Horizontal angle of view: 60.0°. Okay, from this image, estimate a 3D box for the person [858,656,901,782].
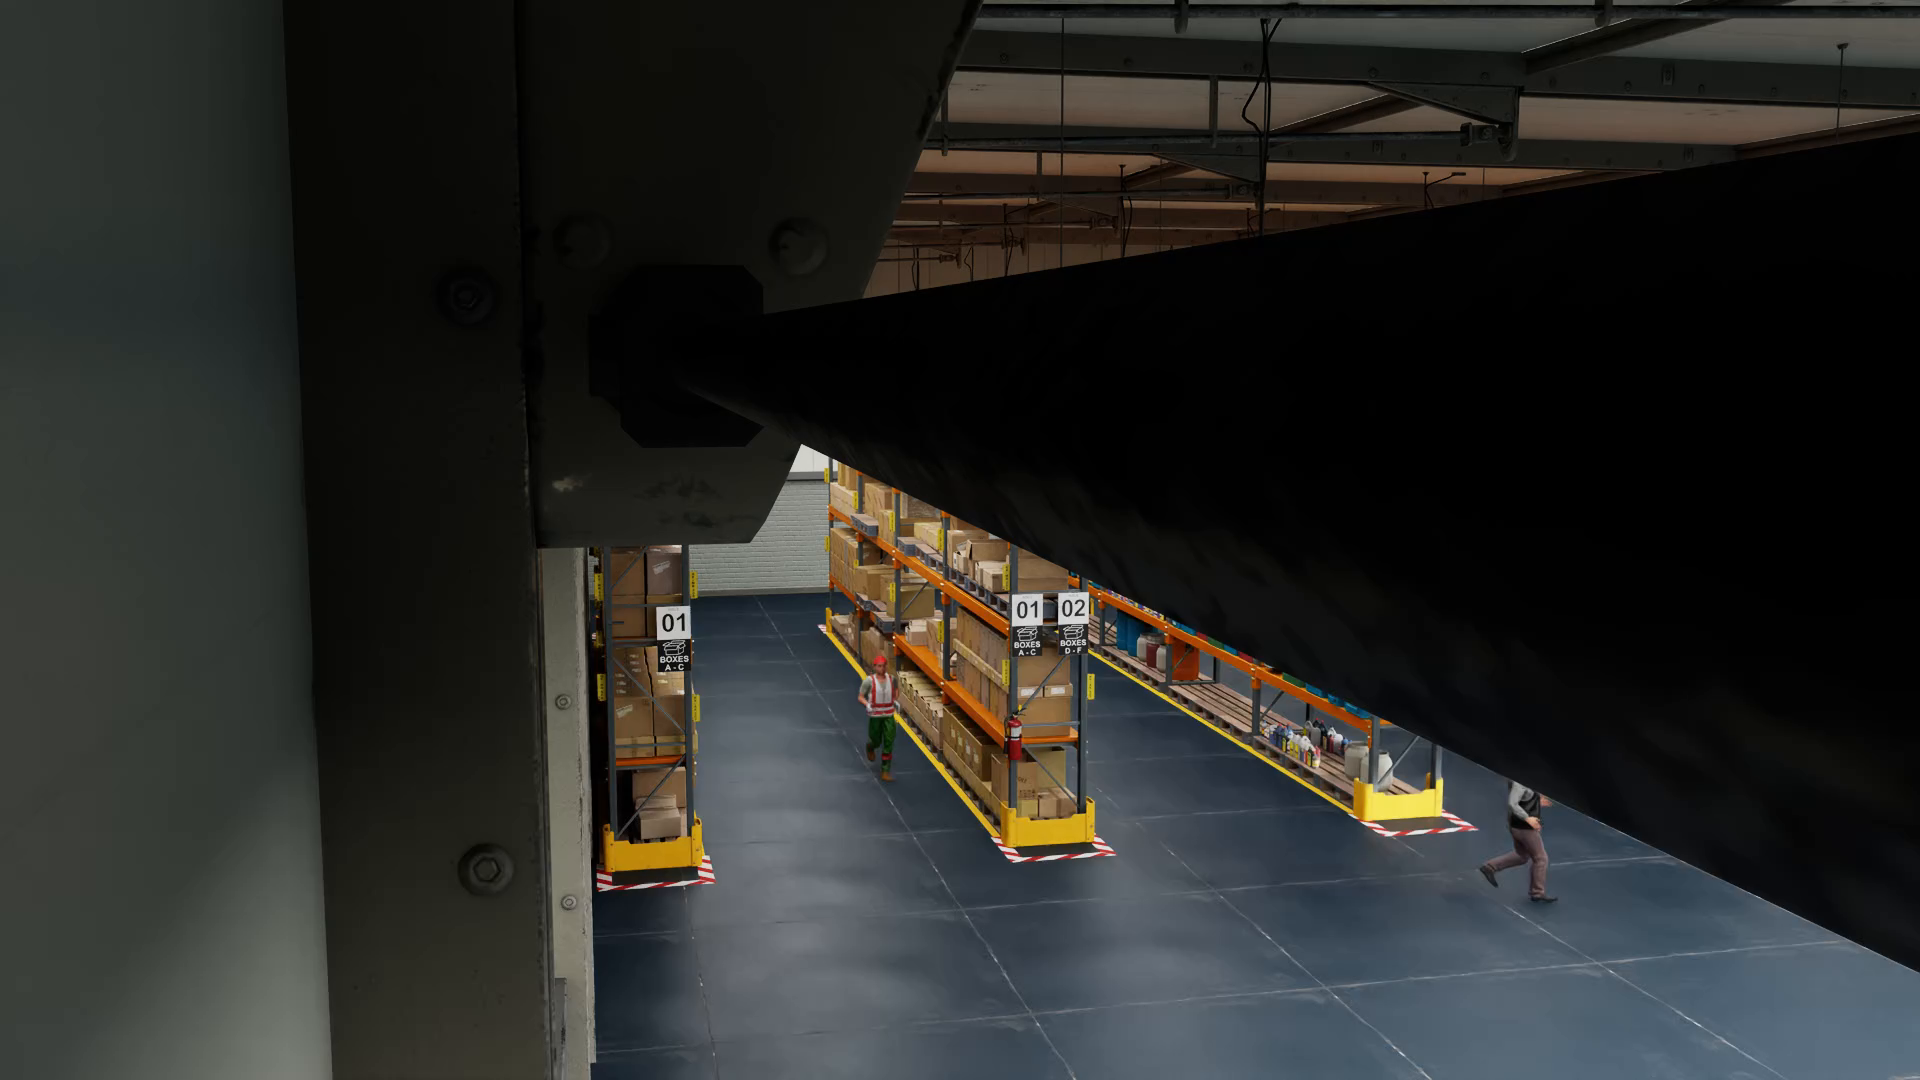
[{"bbox_3d":[-1.160,2.568,24.301,0.656,1.783,0.899,-2,7,-18],"label":"person"}]

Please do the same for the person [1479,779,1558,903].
[{"bbox_3d":[6.368,3.256,18.872,0.860,1.695,0.670,1,7,11],"label":"person"}]
